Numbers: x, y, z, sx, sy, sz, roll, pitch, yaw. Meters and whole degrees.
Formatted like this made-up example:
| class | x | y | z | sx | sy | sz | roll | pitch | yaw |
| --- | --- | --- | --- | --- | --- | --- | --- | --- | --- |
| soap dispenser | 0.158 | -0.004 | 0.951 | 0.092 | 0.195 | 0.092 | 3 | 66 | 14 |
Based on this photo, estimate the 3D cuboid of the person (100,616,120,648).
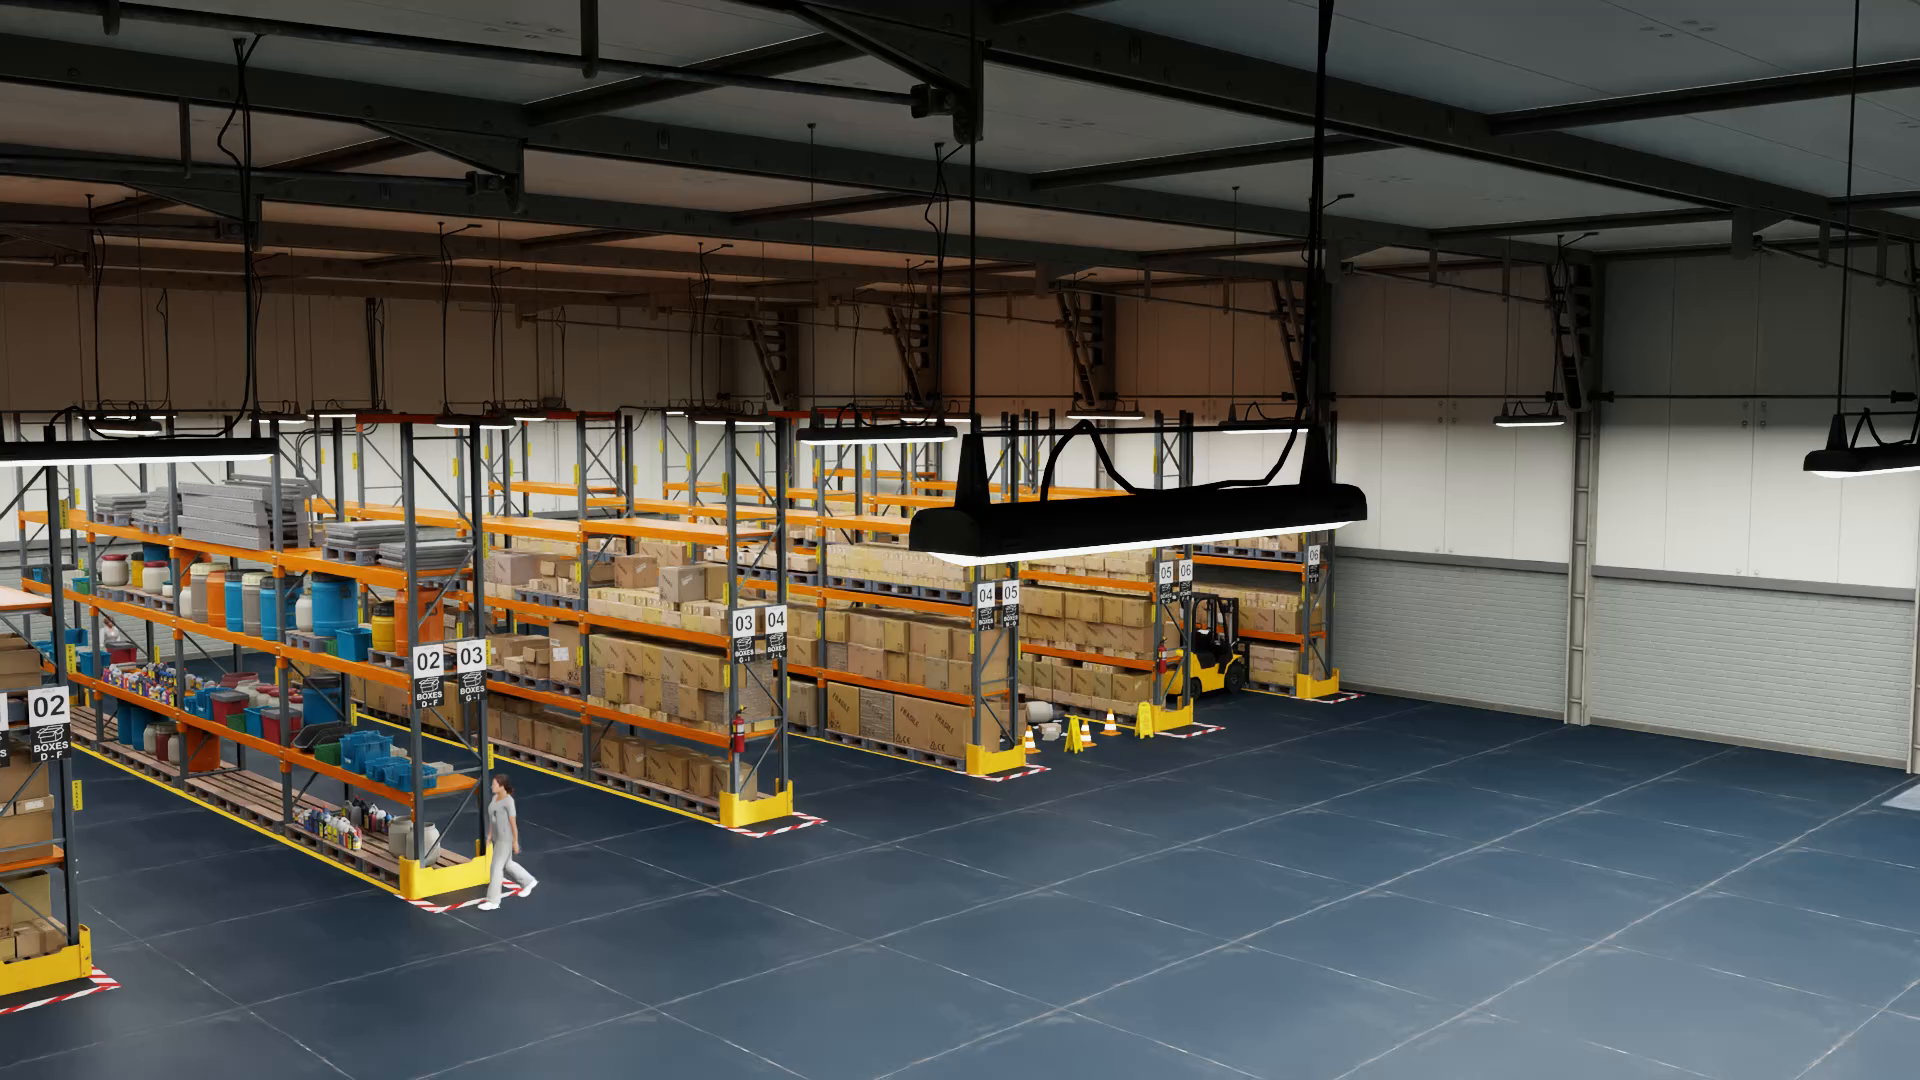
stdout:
| class | x | y | z | sx | sy | sz | roll | pitch | yaw |
| --- | --- | --- | --- | --- | --- | --- | --- | --- | --- |
| person | -18.469 | 2.423 | 36.099 | 0.768 | 1.526 | 0.412 | 5 | 7 | 43 |

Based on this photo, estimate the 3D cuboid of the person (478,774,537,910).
| class | x | y | z | sx | sy | sz | roll | pitch | yaw |
| --- | --- | --- | --- | --- | --- | --- | --- | --- | --- |
| person | -5.645 | 3.713 | 20.682 | 0.875 | 1.647 | 0.465 | -4 | 6 | -38 |
